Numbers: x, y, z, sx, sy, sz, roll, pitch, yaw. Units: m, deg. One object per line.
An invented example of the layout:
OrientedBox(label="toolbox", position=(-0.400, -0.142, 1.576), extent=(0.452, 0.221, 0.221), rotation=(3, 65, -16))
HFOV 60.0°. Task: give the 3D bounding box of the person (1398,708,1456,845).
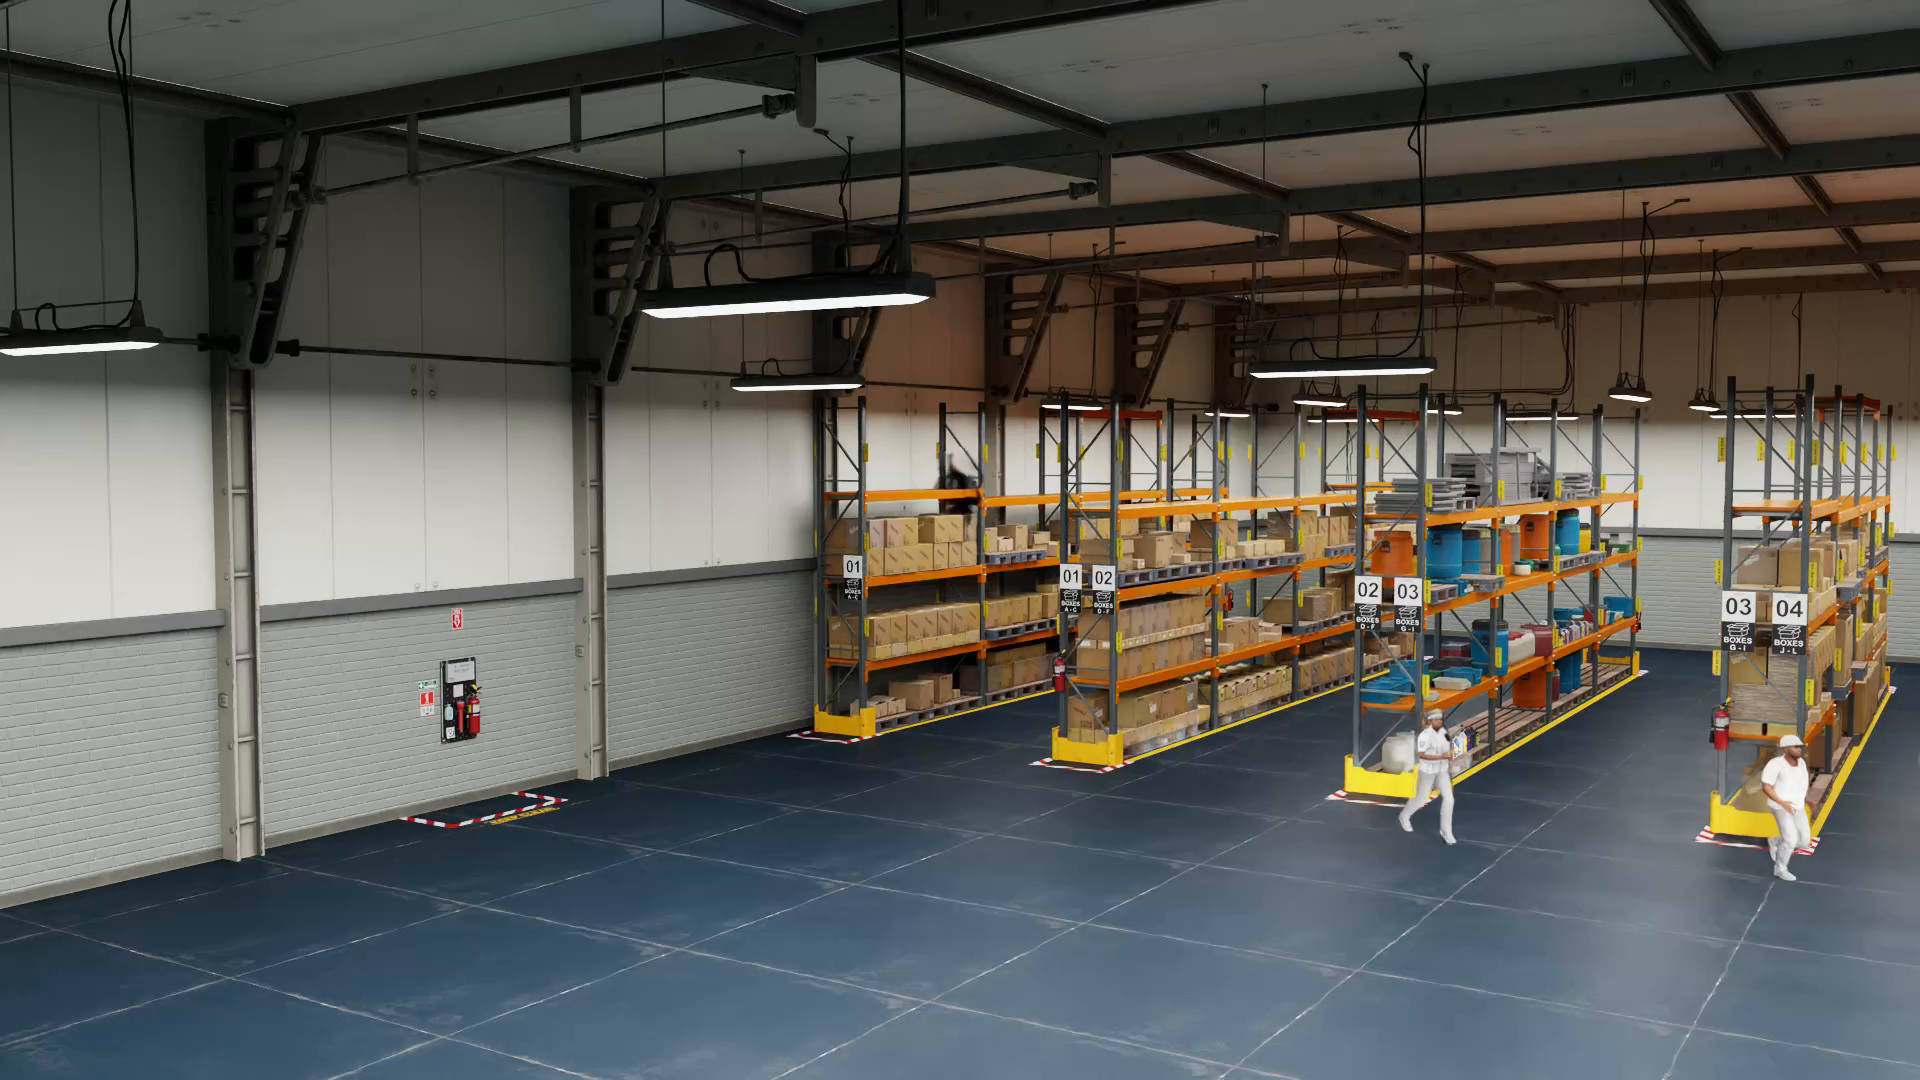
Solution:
OrientedBox(label="person", position=(6.108, 3.025, 21.571), extent=(0.588, 1.742, 0.895), rotation=(-1, 3, -22))

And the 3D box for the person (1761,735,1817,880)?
OrientedBox(label="person", position=(9.708, 3.124, 19.544), extent=(0.686, 1.710, 0.626), rotation=(-1, 3, -22))
